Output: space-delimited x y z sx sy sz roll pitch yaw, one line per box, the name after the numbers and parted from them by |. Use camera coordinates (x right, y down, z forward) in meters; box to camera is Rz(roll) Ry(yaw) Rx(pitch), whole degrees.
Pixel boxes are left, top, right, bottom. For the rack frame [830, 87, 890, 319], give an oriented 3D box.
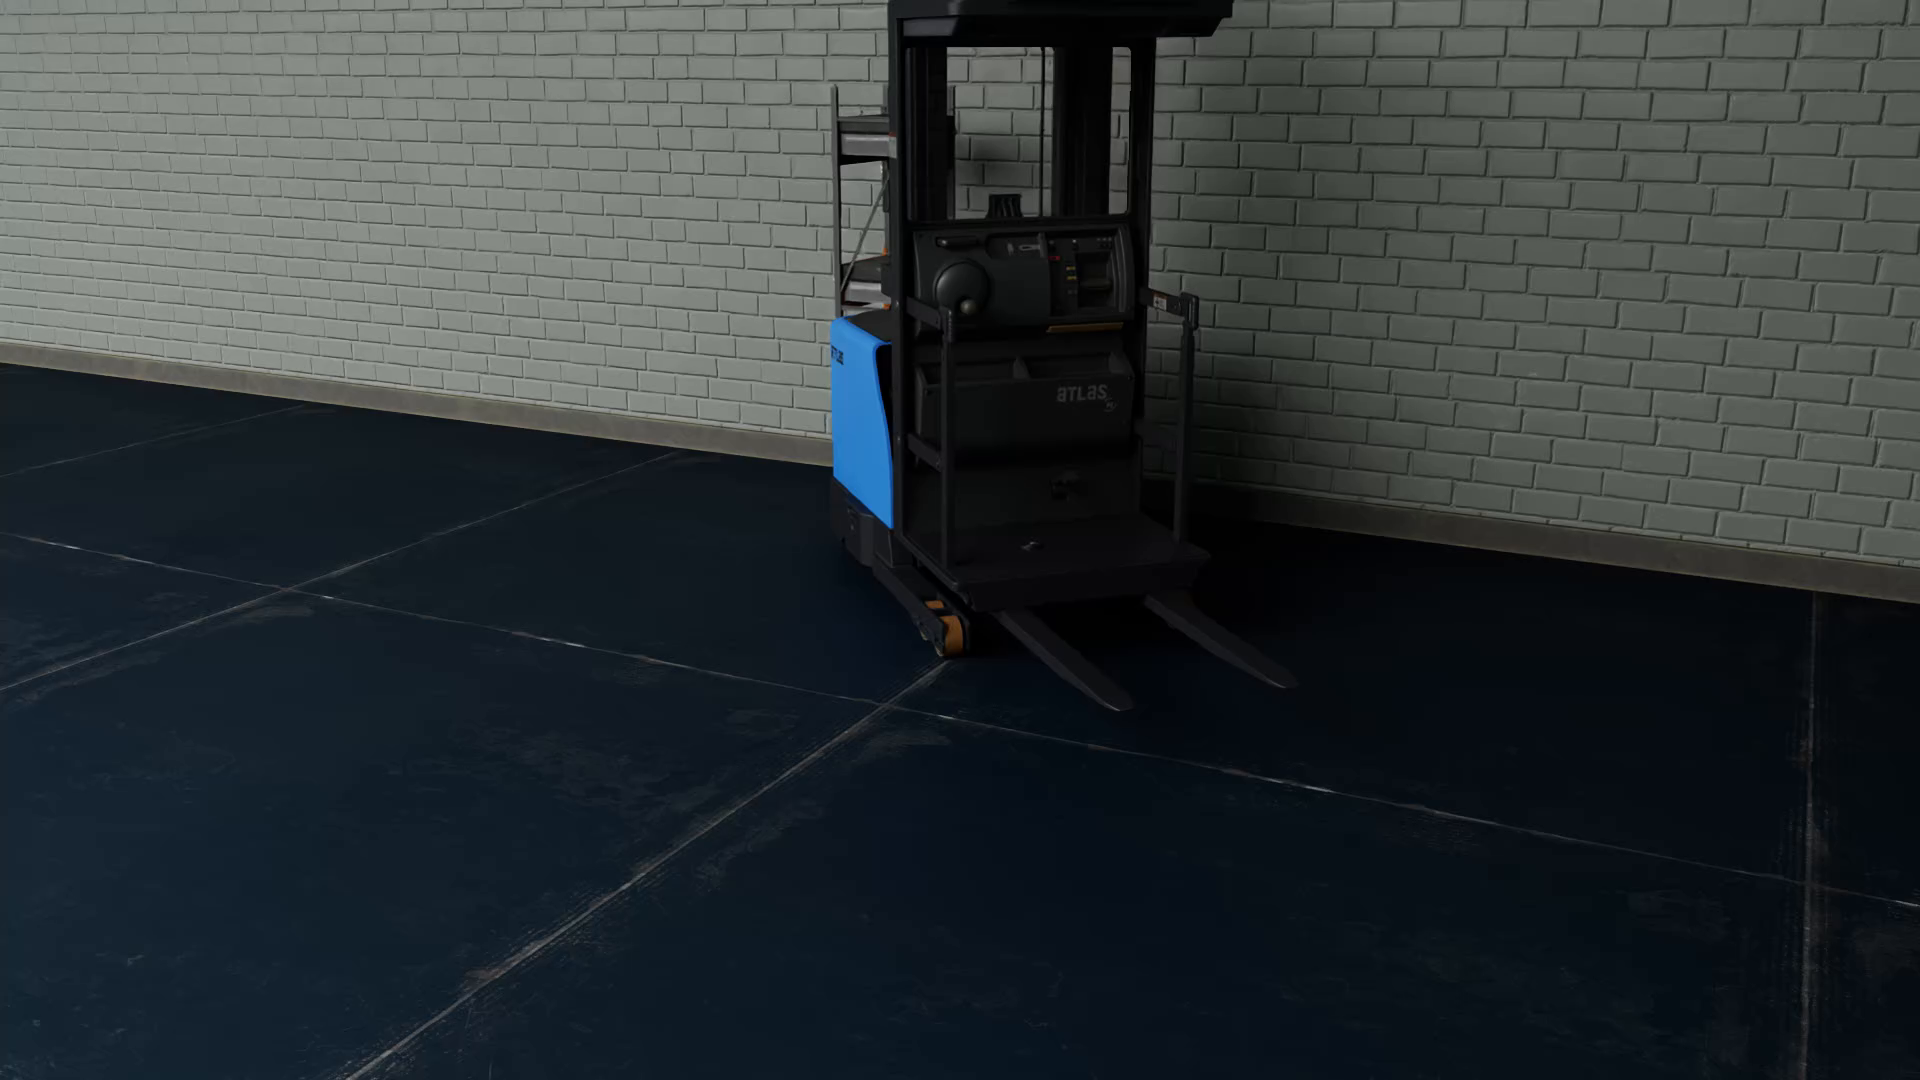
-0.435 -1.115 8.089 0.400 2.100 0.015 9 19 27 | rack frame

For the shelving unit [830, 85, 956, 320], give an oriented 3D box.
-0.320 -1.176 8.296 0.431 2.100 0.503 9 19 27 | shelving unit

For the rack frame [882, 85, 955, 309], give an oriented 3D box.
-0.206 -1.237 8.502 0.400 2.100 0.015 9 19 27 | rack frame

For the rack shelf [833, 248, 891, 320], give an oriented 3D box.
-0.320 -1.163 8.300 0.431 0.518 0.480 9 19 27 | rack shelf

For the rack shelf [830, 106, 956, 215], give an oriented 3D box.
-0.320 -1.834 8.100 0.431 0.518 0.480 9 19 27 | rack shelf

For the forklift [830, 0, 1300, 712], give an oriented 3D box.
0.336 -1.077 6.503 1.130 2.935 3.031 -6 17 -18 | forklift
